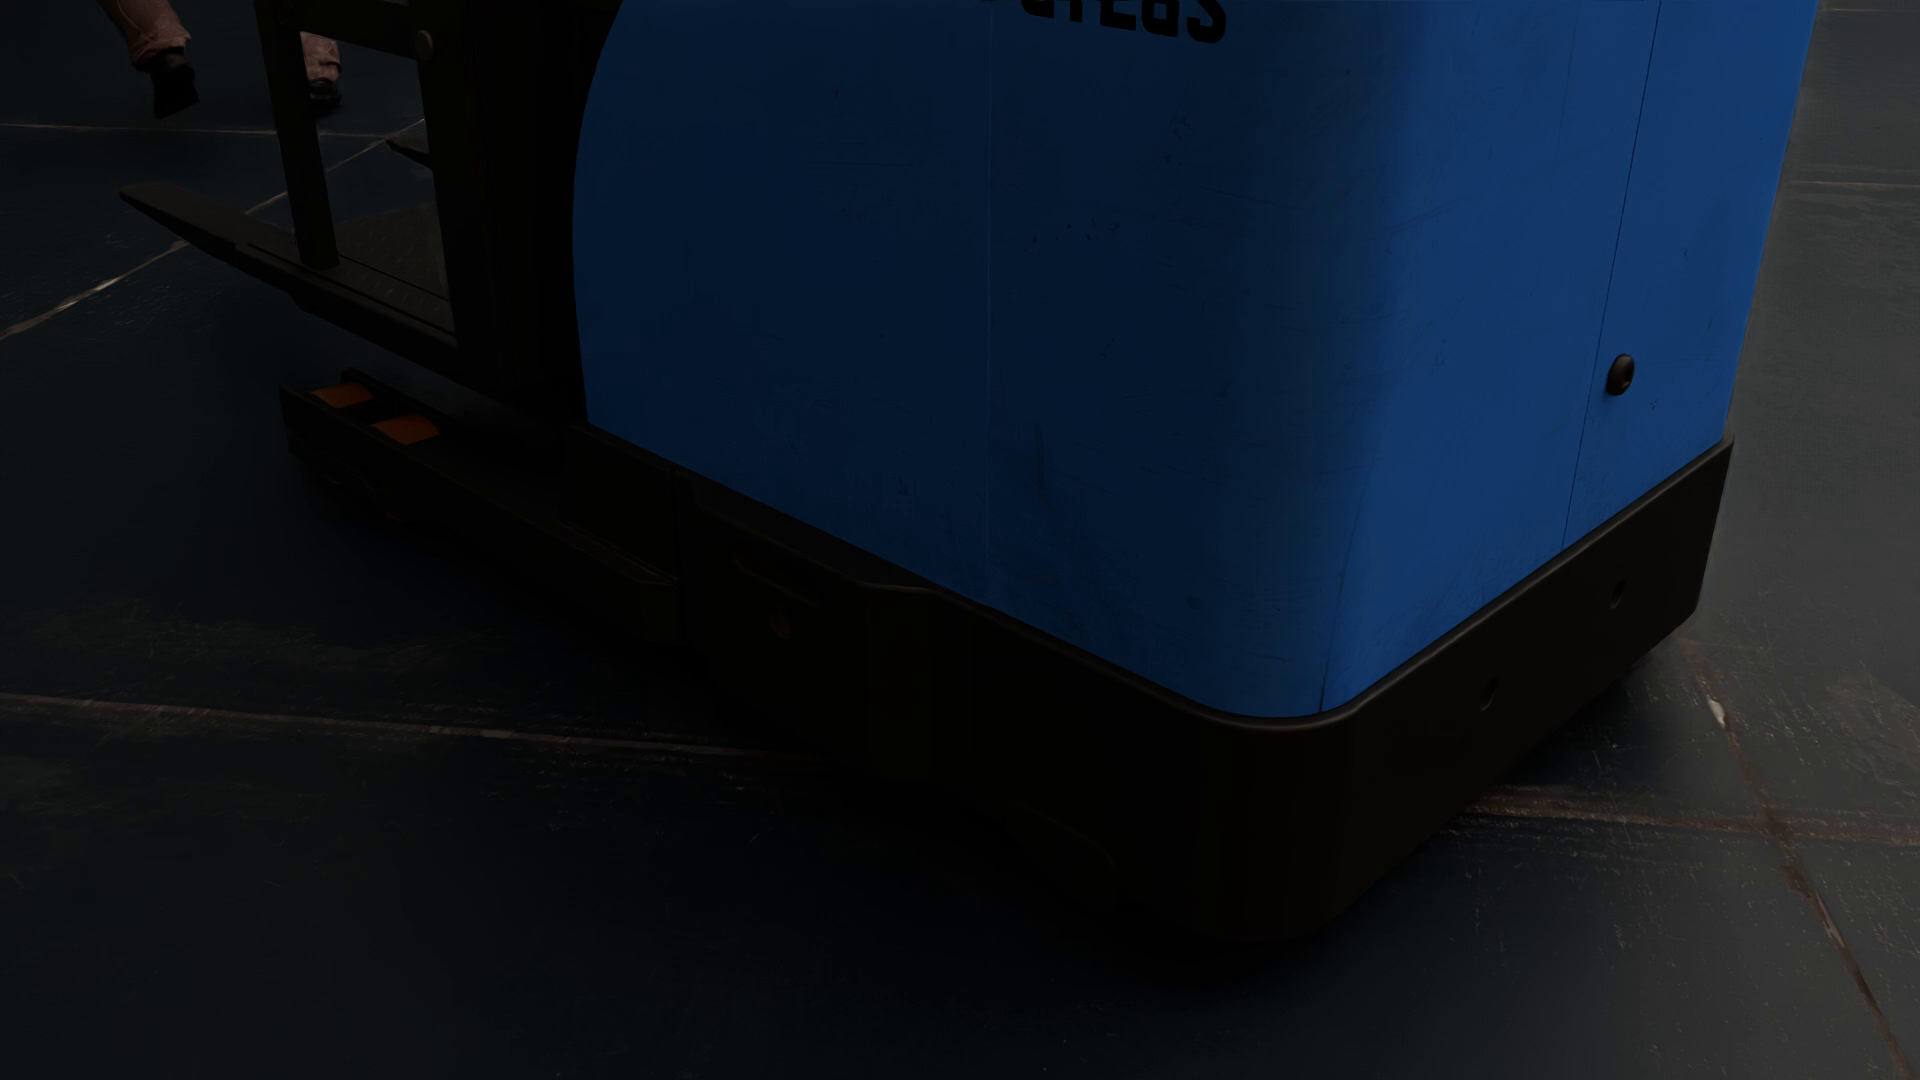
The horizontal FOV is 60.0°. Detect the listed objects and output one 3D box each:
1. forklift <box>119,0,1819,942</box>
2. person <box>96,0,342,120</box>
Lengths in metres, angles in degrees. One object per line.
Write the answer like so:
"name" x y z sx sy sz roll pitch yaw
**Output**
"forklift" -0.439 -1.485 2.193 3.031 2.935 1.130 23 35 39
"person" -2.011 -2.052 4.829 1.039 1.571 0.664 -20 33 -34
